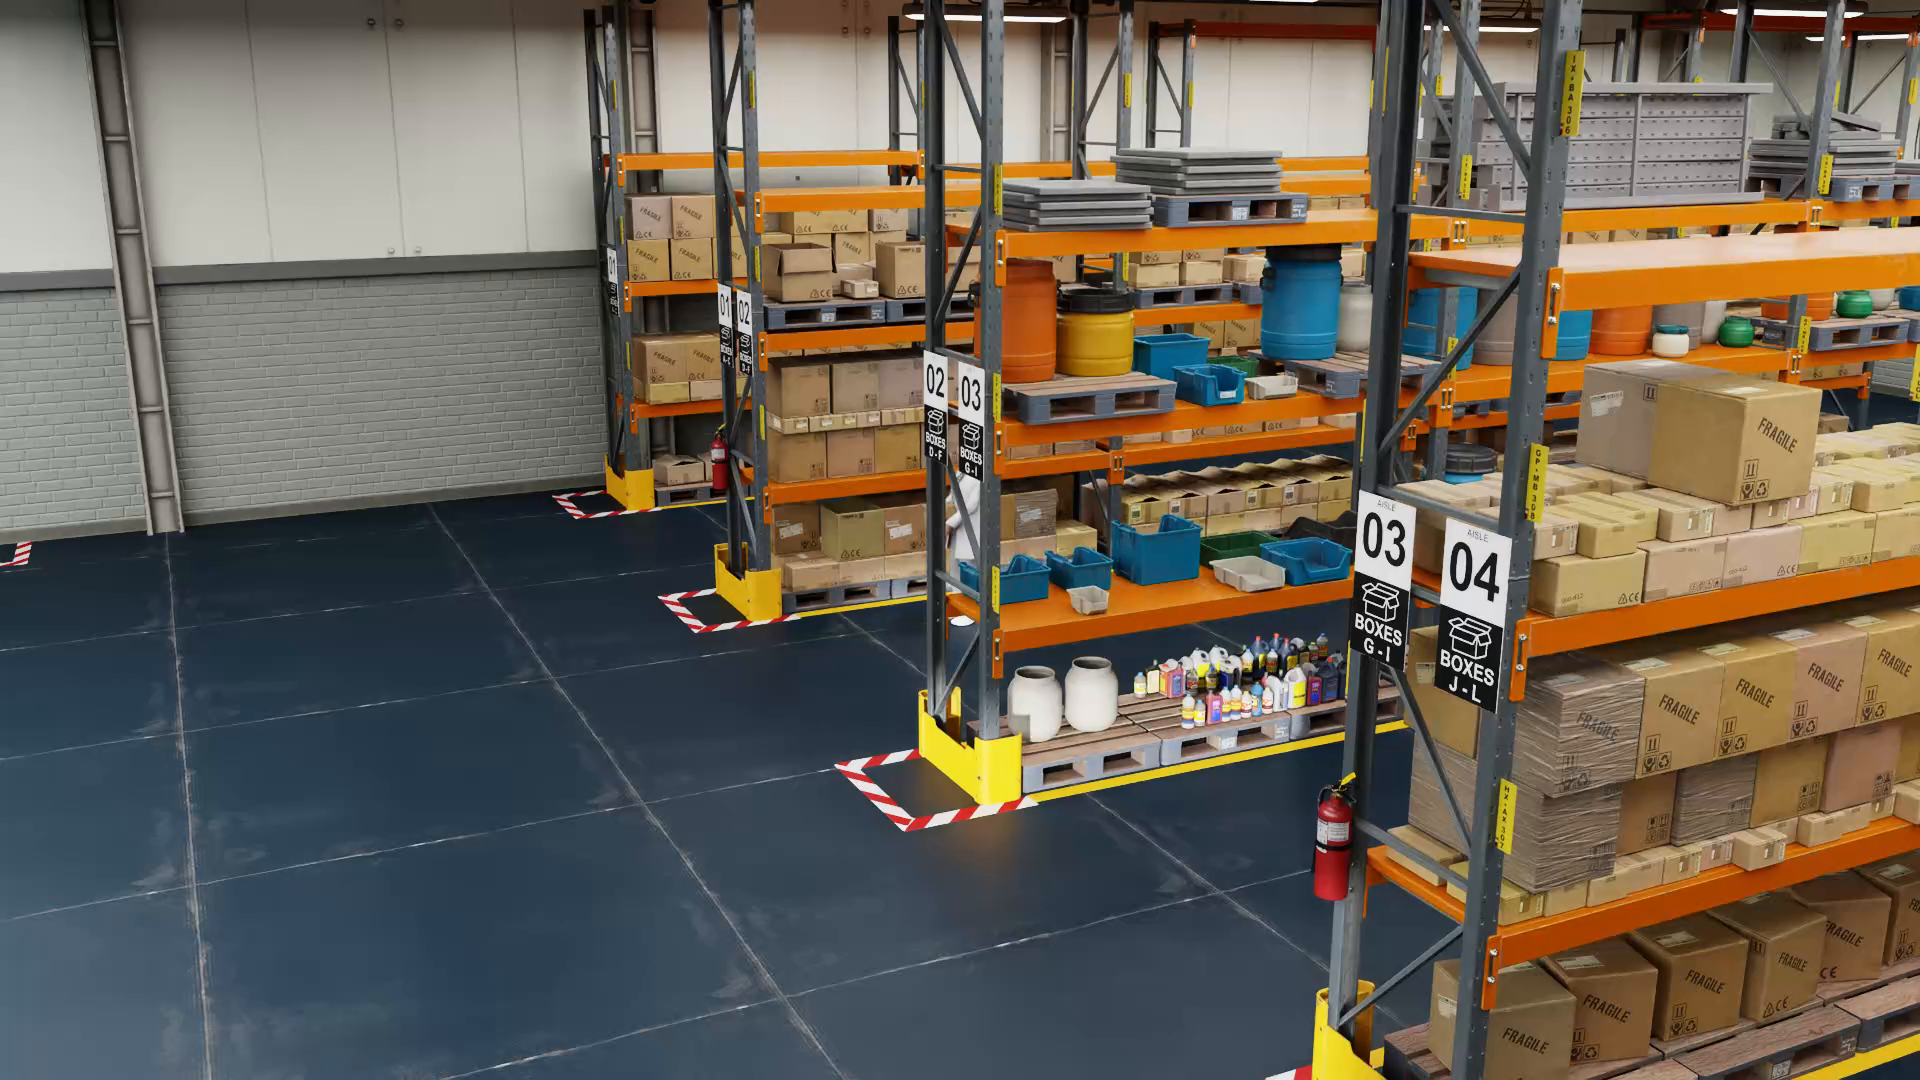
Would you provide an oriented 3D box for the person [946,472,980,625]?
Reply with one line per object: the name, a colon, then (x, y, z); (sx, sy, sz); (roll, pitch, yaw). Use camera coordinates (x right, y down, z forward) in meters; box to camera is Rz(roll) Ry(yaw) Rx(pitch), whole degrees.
person: (-0.026, -0.060, 16.145); (0.563, 1.770, 0.530); (-7, 16, -24)
